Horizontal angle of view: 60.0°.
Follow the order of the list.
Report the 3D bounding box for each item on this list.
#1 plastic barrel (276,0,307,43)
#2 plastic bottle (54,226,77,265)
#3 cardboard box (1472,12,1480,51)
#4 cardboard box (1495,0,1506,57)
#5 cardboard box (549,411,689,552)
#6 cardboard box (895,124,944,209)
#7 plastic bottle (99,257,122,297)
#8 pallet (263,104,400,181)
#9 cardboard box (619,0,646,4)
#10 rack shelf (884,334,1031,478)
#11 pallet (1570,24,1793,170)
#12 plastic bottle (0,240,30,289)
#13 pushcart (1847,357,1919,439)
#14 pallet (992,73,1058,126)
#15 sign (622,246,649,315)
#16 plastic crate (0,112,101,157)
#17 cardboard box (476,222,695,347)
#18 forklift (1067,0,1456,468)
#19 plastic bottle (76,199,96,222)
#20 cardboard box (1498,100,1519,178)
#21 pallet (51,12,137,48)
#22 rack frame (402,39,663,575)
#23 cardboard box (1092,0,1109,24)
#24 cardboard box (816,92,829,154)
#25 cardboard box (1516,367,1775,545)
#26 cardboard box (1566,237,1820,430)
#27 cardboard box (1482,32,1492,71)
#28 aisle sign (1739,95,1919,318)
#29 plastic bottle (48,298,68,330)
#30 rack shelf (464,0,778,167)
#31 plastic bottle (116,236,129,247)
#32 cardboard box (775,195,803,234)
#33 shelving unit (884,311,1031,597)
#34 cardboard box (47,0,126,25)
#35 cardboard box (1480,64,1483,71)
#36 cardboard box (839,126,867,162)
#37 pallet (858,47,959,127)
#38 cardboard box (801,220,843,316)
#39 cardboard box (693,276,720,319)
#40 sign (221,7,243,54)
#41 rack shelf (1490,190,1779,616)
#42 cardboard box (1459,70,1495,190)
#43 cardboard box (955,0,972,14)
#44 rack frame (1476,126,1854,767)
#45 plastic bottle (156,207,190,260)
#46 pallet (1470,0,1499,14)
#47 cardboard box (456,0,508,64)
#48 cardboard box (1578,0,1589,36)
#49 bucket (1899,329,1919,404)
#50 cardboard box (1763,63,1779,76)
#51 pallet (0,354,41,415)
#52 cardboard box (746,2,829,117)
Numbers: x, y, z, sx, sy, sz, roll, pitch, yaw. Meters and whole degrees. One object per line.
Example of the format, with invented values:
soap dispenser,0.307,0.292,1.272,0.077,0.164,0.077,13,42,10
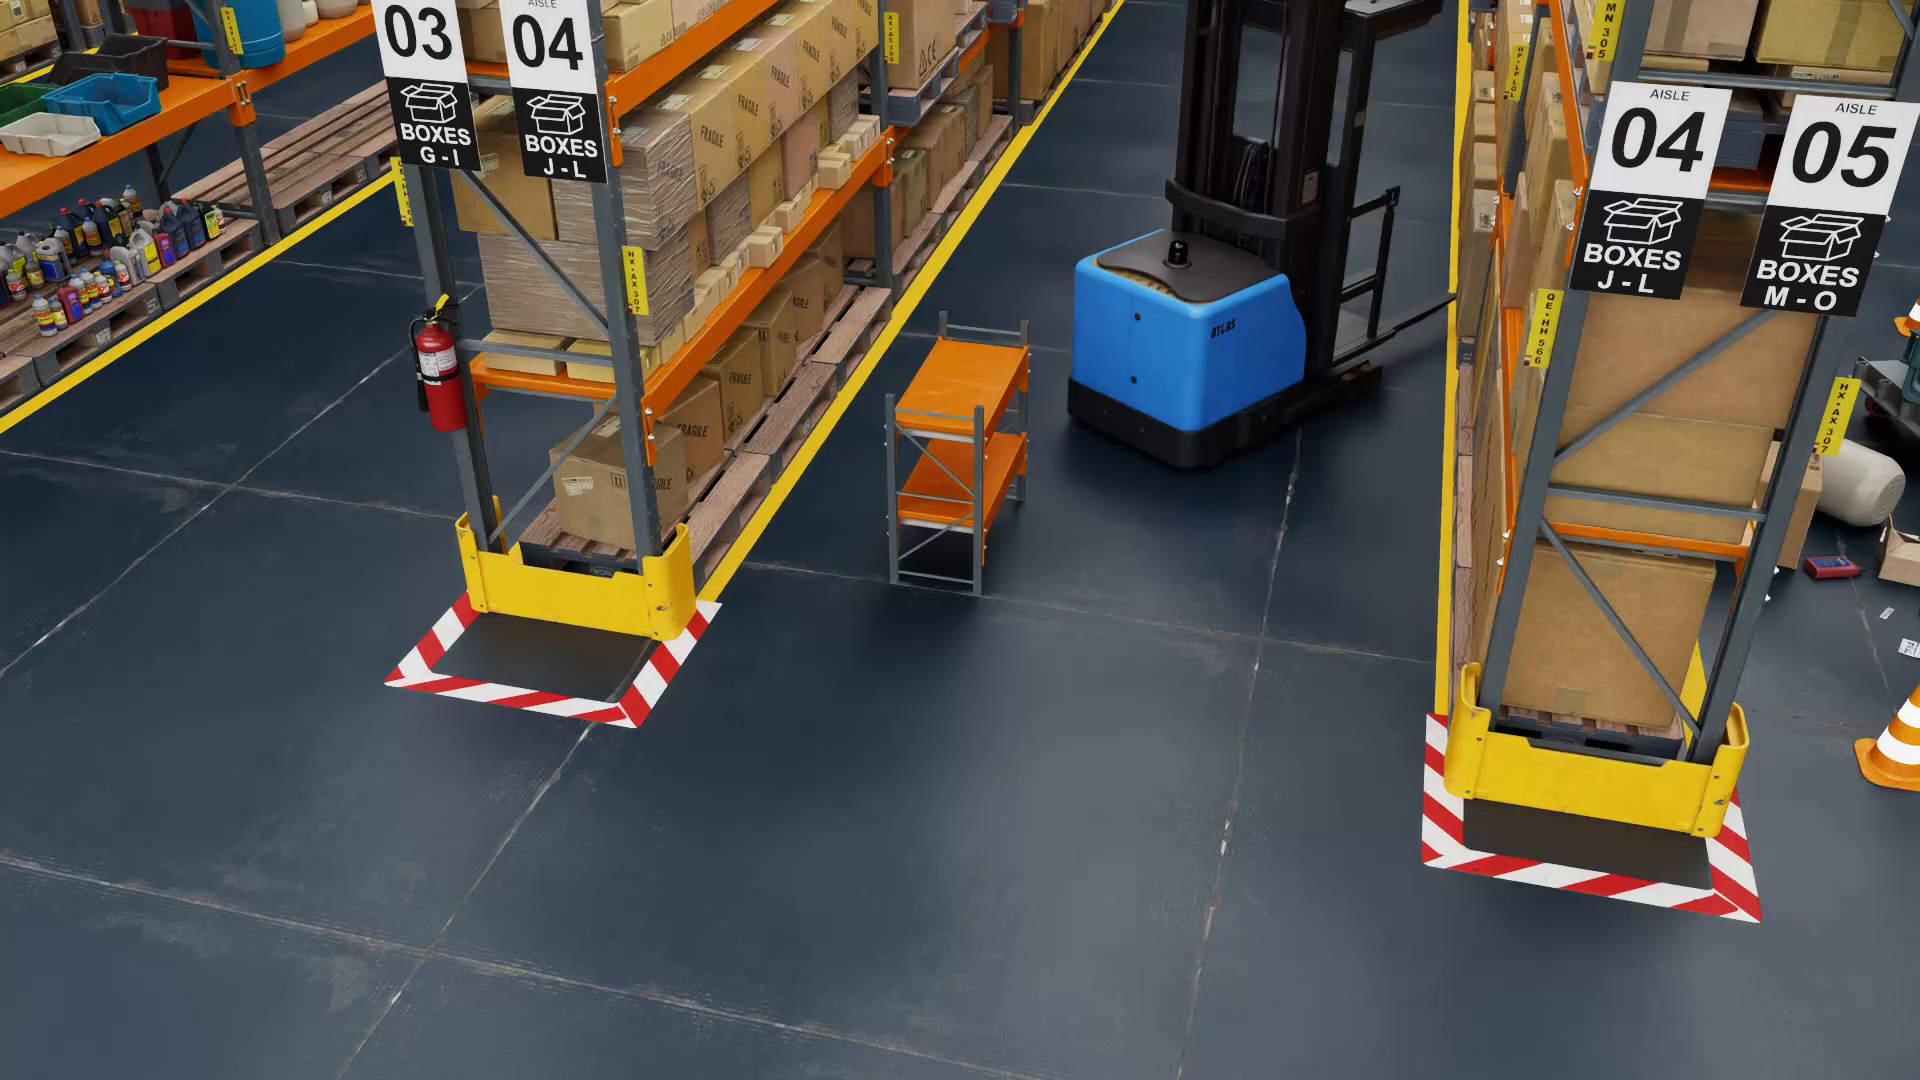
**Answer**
plastic barrel,-5.309,-4.148,12.853,0.433,0.535,0.433,0,32,0
plastic bottle,-6.419,-2.117,11.917,0.097,0.271,0.097,0,32,0
cardboard box,5.385,-5.149,16.492,0.500,0.500,0.500,9,34,14
cardboard box,4.313,-3.880,12.464,0.500,0.500,0.500,8,33,12
cardboard box,-1.813,-0.319,8.894,0.500,0.500,0.500,14,35,21
cardboard box,-0.515,-2.932,12.986,0.700,0.500,0.500,5,33,8
plastic bottle,-5.853,-1.816,11.444,0.097,0.271,0.097,0,32,0
pallet,-5.294,-3.496,14.552,1.003,0.211,1.213,8,33,12
cardboard box,-1.535,-2.478,7.324,0.380,0.149,0.250,9,33,13
rack shelf,0.002,-0.725,8.797,0.538,0.278,1.000,8,33,12
pallet,2.962,-1.762,6.512,1.003,0.211,1.213,8,33,12
plastic bottle,-6.573,-1.915,11.525,0.144,0.351,0.185,9,34,14
pushcart,6.395,-0.779,10.123,1.648,0.377,0.936,-3,33,-4
pallet,0.315,-4.248,15.735,1.003,0.211,1.213,8,33,12
sign,-1.463,-1.166,7.481,0.100,0.325,0.005,8,33,12
plastic crate,-5.931,-2.636,10.846,0.530,0.136,0.437,8,33,12
cardboard box,-1.822,-1.324,8.166,0.875,0.500,0.500,8,33,12
forklift,2.098,-2.328,10.180,3.031,2.935,1.130,-26,41,-35
plastic bottle,-6.370,-2.330,12.178,0.144,0.351,0.185,9,34,14
cardboard box,3.673,-2.572,10.406,0.500,0.500,0.500,8,33,12
pallet,-9.313,-5.582,17.834,1.003,0.211,1.213,8,33,12
rack frame,-1.988,-0.874,7.830,1.000,3.000,0.127,8,33,12
cardboard box,0.914,-6.047,17.556,1.225,0.875,0.875,8,33,13
cardboard box,-1.308,-2.638,10.233,0.875,0.500,0.500,8,33,12
cardboard box,2.834,-0.409,6.957,0.875,0.550,0.550,8,33,12
cardboard box,2.916,-0.853,6.649,0.875,0.550,0.550,8,33,12
cardboard box,4.734,-4.128,14.186,0.500,0.250,0.500,7,33,11
aisle sign,3.056,-1.166,5.865,0.394,0.787,0.004,8,33,12
plastic bottle,-5.991,-1.506,11.021,0.097,0.201,0.097,0,32,0
rack shelf,-1.480,-2.875,8.850,1.077,0.370,4.000,8,33,12
plastic bottle,-5.885,-2.024,11.759,0.061,0.283,0.133,8,33,12
cardboard box,-1.138,-1.916,9.702,0.380,0.149,0.250,8,33,12
shelving unit,0.002,-0.478,8.954,0.538,1.125,1.048,8,33,12
cardboard box,-9.147,-5.705,17.347,0.500,0.500,0.500,9,34,14
cardboard box,4.728,-3.798,14.366,0.500,0.500,0.500,8,33,12
cardboard box,-0.816,-2.564,10.722,0.380,0.149,0.250,8,33,12
pallet,-0.638,-3.246,11.739,1.003,0.211,1.213,8,33,12
cardboard box,-1.113,-1.870,11.335,0.500,0.500,0.500,7,33,11
cardboard box,-1.482,-1.271,8.688,0.380,0.149,0.250,8,33,12
sign,-5.234,-3.661,11.954,0.100,0.325,0.005,8,33,12
rack shelf,3.292,-0.881,8.510,1.077,0.370,4.000,8,33,12
cardboard box,4.573,-3.222,13.228,1.050,0.750,0.750,8,33,12
cardboard box,-0.120,-4.244,12.864,0.396,0.266,0.258,7,33,11
rack frame,2.784,-0.147,6.685,1.000,3.000,0.127,8,33,12
plastic bottle,-5.697,-2.219,12.004,0.144,0.351,0.185,6,33,10
pallet,4.892,-4.601,13.871,1.213,0.211,1.003,8,33,12
cardboard box,-2.111,-2.362,7.513,0.500,0.250,0.500,9,33,14
cardboard box,2.735,-2.140,6.773,0.380,0.149,0.250,8,33,13
bucket,5.995,-1.098,9.816,0.726,0.611,0.620,20,28,29
cardboard box,3.245,-1.793,6.227,0.380,0.149,0.250,8,33,13
pallet,-6.594,-0.839,10.372,1.003,0.211,1.213,8,33,12
cardboard box,-1.074,-2.750,9.477,0.500,0.500,0.500,8,33,12
